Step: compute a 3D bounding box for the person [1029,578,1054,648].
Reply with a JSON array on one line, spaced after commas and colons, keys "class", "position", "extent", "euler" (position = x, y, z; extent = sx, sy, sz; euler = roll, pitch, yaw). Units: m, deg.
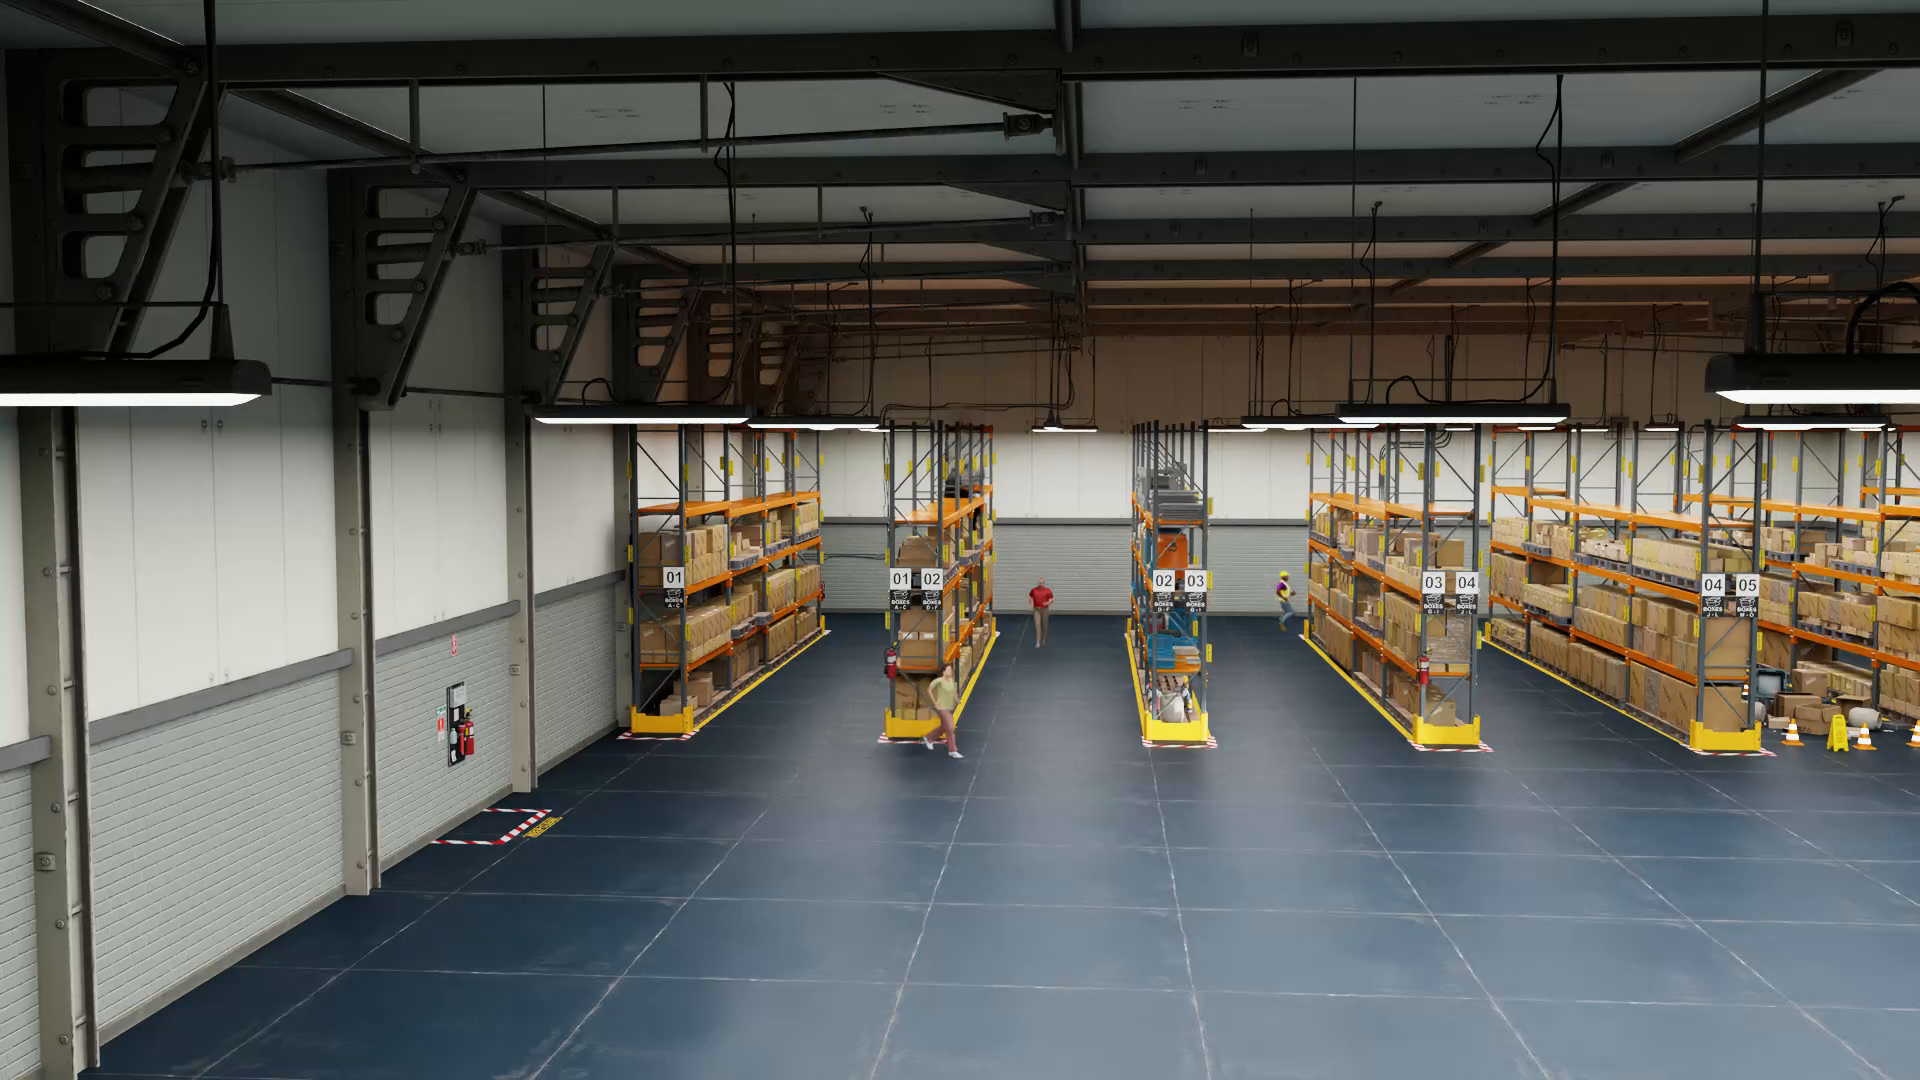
[{"class": "person", "position": [2.086, 1.870, 42.767], "extent": [0.662, 1.782, 0.847], "euler": [0, 4, 5]}]

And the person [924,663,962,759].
[{"class": "person", "position": [-0.312, 3.018, 29.679], "extent": [0.921, 1.668, 0.556], "euler": [3, 5, 37]}]

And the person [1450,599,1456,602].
[{"class": "person", "position": [13.359, 1.980, 46.070], "extent": [0.644, 1.637, 0.887], "euler": [3, 5, 42]}]

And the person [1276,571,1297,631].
[{"class": "person", "position": [9.515, 1.785, 48.425], "extent": [0.617, 1.742, 0.684], "euler": [1, 4, 10]}]
